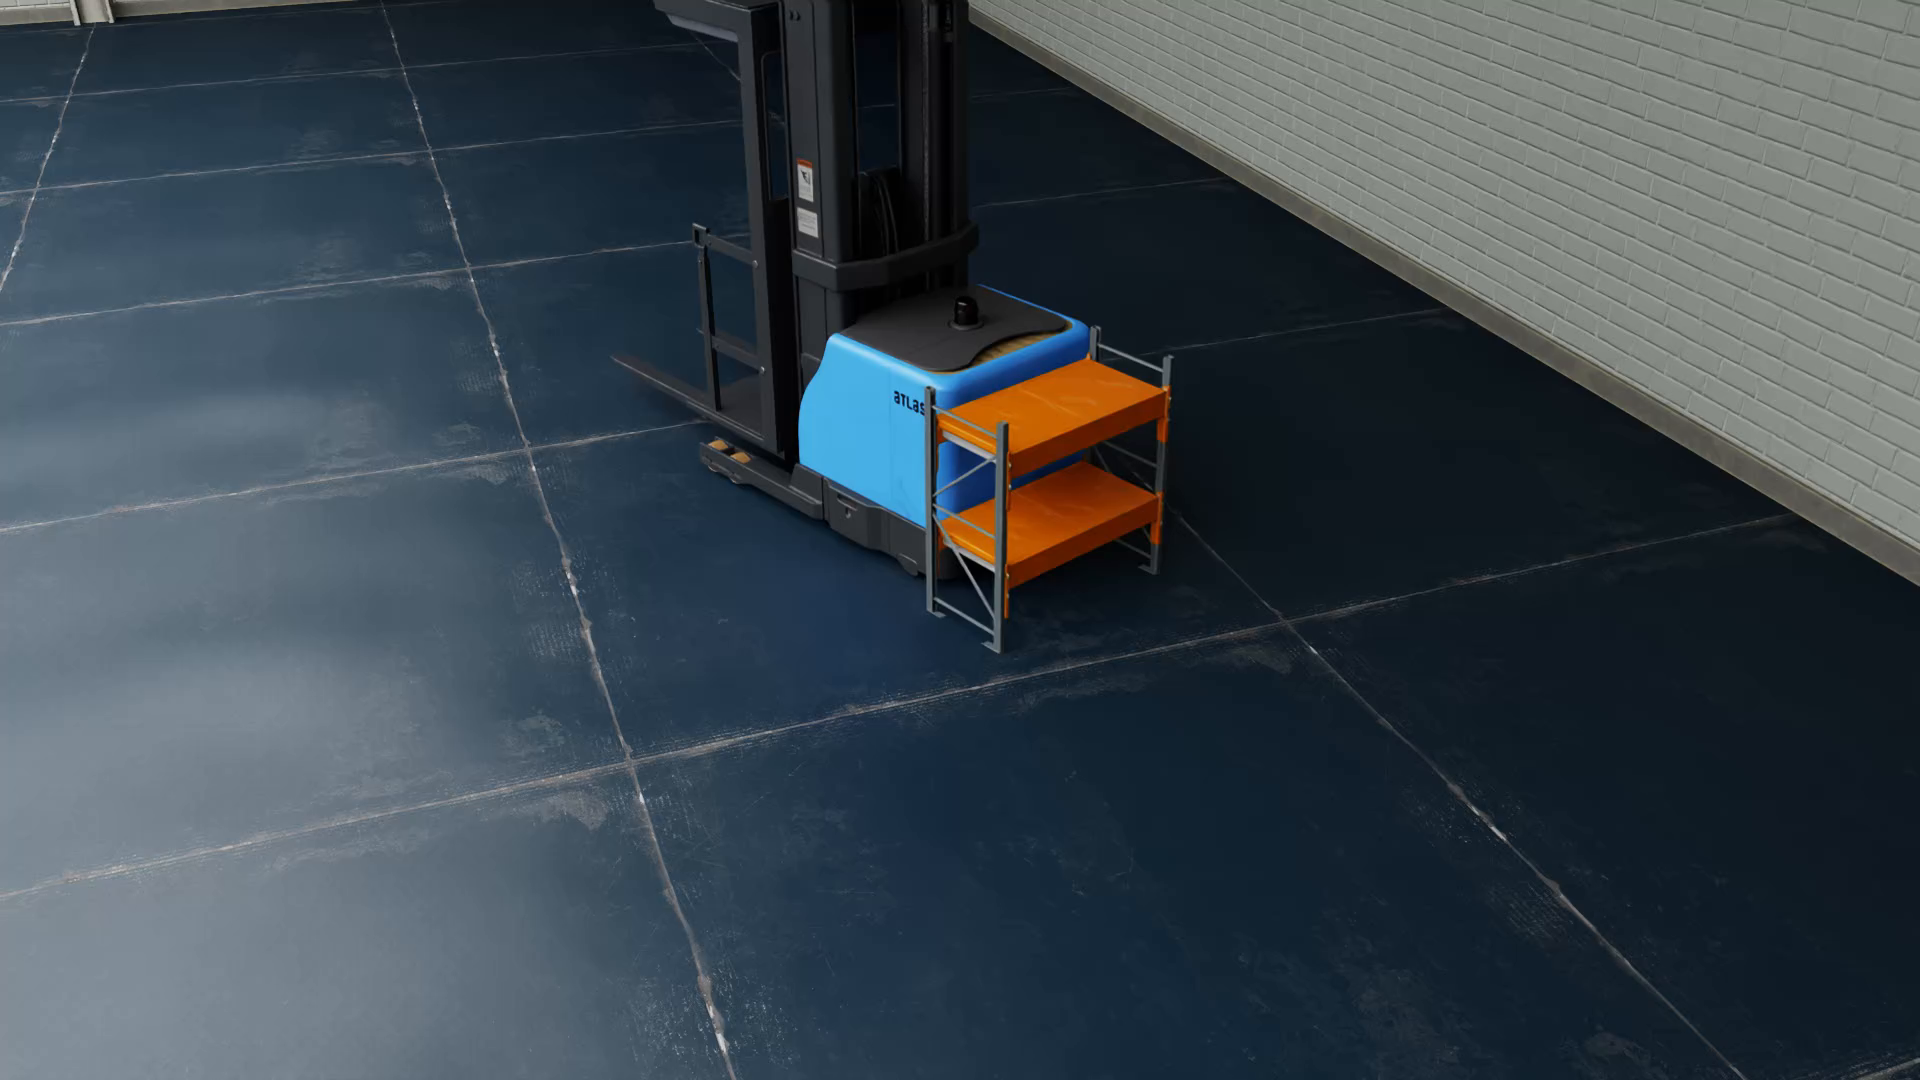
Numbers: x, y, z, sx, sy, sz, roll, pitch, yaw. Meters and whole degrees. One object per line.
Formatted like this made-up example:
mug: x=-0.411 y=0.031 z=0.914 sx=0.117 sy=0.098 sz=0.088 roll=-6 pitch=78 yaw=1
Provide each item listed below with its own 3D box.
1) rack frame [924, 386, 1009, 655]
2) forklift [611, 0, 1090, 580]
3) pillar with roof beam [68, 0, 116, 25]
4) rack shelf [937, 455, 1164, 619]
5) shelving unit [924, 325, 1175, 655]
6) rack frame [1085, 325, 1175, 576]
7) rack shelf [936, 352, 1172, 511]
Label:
rack frame: x=0.023 y=-0.078 z=7.251 sx=0.032 sy=1.125 sz=0.500 roll=-24 pitch=37 yaw=-35
forklift: x=-0.743 y=-1.724 z=8.314 sx=1.130 sy=2.935 sz=3.031 roll=-25 pitch=38 yaw=-37
pillar with roof beam: x=-7.981 y=-7.609 z=12.514 sx=0.400 sy=9.000 sz=9.100 roll=-10 pitch=31 yaw=-18
rack shelf: x=0.403 y=-0.033 z=7.666 sx=1.000 sy=0.278 sz=0.538 roll=-24 pitch=37 yaw=-35
shelving unit: x=0.403 y=-0.245 z=7.544 sx=1.048 sy=1.125 sz=0.538 roll=-24 pitch=37 yaw=-35
rack frame: x=0.782 y=-0.413 z=7.838 sx=0.032 sy=1.125 sz=0.500 roll=-24 pitch=37 yaw=-35
rack shelf: x=0.403 y=-0.500 z=7.399 sx=1.000 sy=0.278 sz=0.538 roll=-24 pitch=37 yaw=-35
